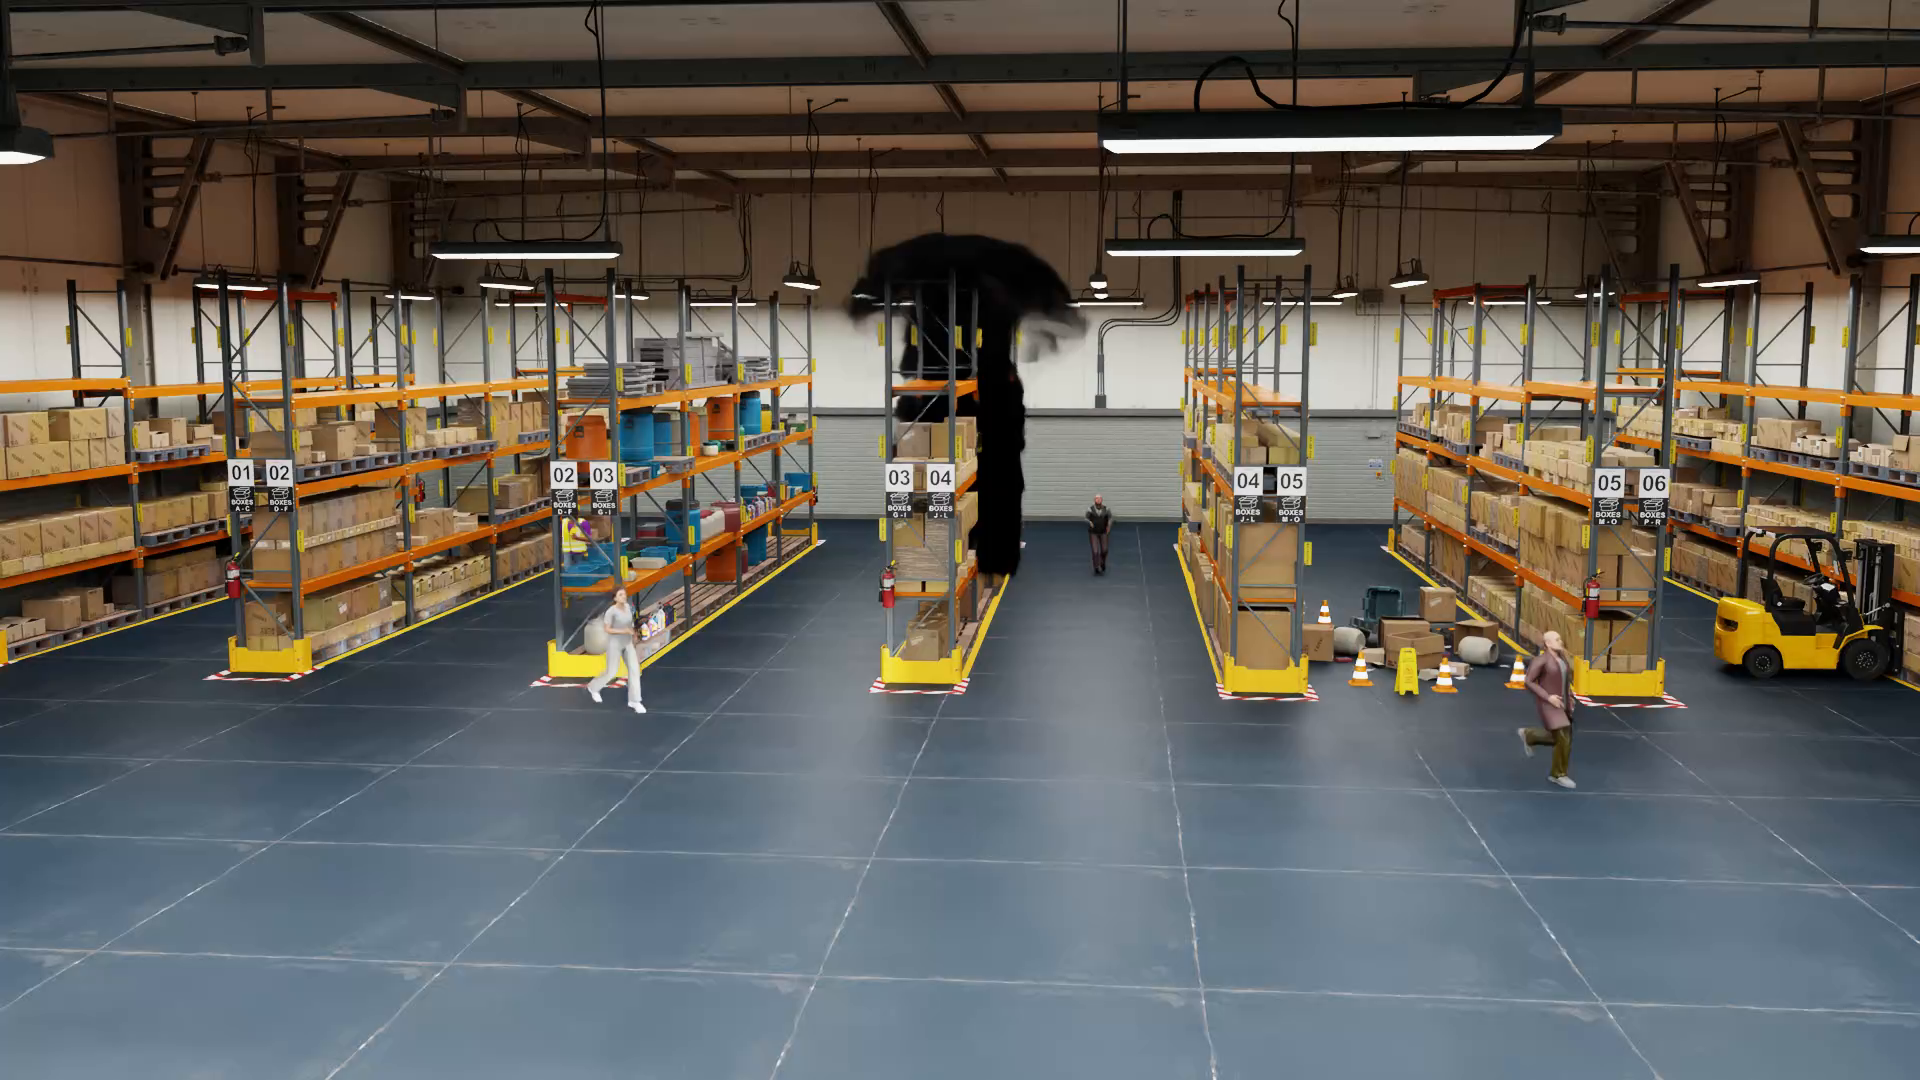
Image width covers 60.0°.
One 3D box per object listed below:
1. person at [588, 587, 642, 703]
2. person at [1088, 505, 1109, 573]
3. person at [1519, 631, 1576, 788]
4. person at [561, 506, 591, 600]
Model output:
[{"bbox_3d":[-4.630,1.391,22.448,0.853,1.565,0.575,6,9,39],"label":"person"},{"bbox_3d":[2.943,-0.019,35.384,0.444,1.445,0.496,0,7,1],"label":"person"},{"bbox_3d":[6.665,1.887,18.835,0.726,1.741,0.805,-6,9,-41],"label":"person"},{"bbox_3d":[-6.839,0.180,29.518,0.647,1.705,0.598,0,7,1],"label":"person"}]
